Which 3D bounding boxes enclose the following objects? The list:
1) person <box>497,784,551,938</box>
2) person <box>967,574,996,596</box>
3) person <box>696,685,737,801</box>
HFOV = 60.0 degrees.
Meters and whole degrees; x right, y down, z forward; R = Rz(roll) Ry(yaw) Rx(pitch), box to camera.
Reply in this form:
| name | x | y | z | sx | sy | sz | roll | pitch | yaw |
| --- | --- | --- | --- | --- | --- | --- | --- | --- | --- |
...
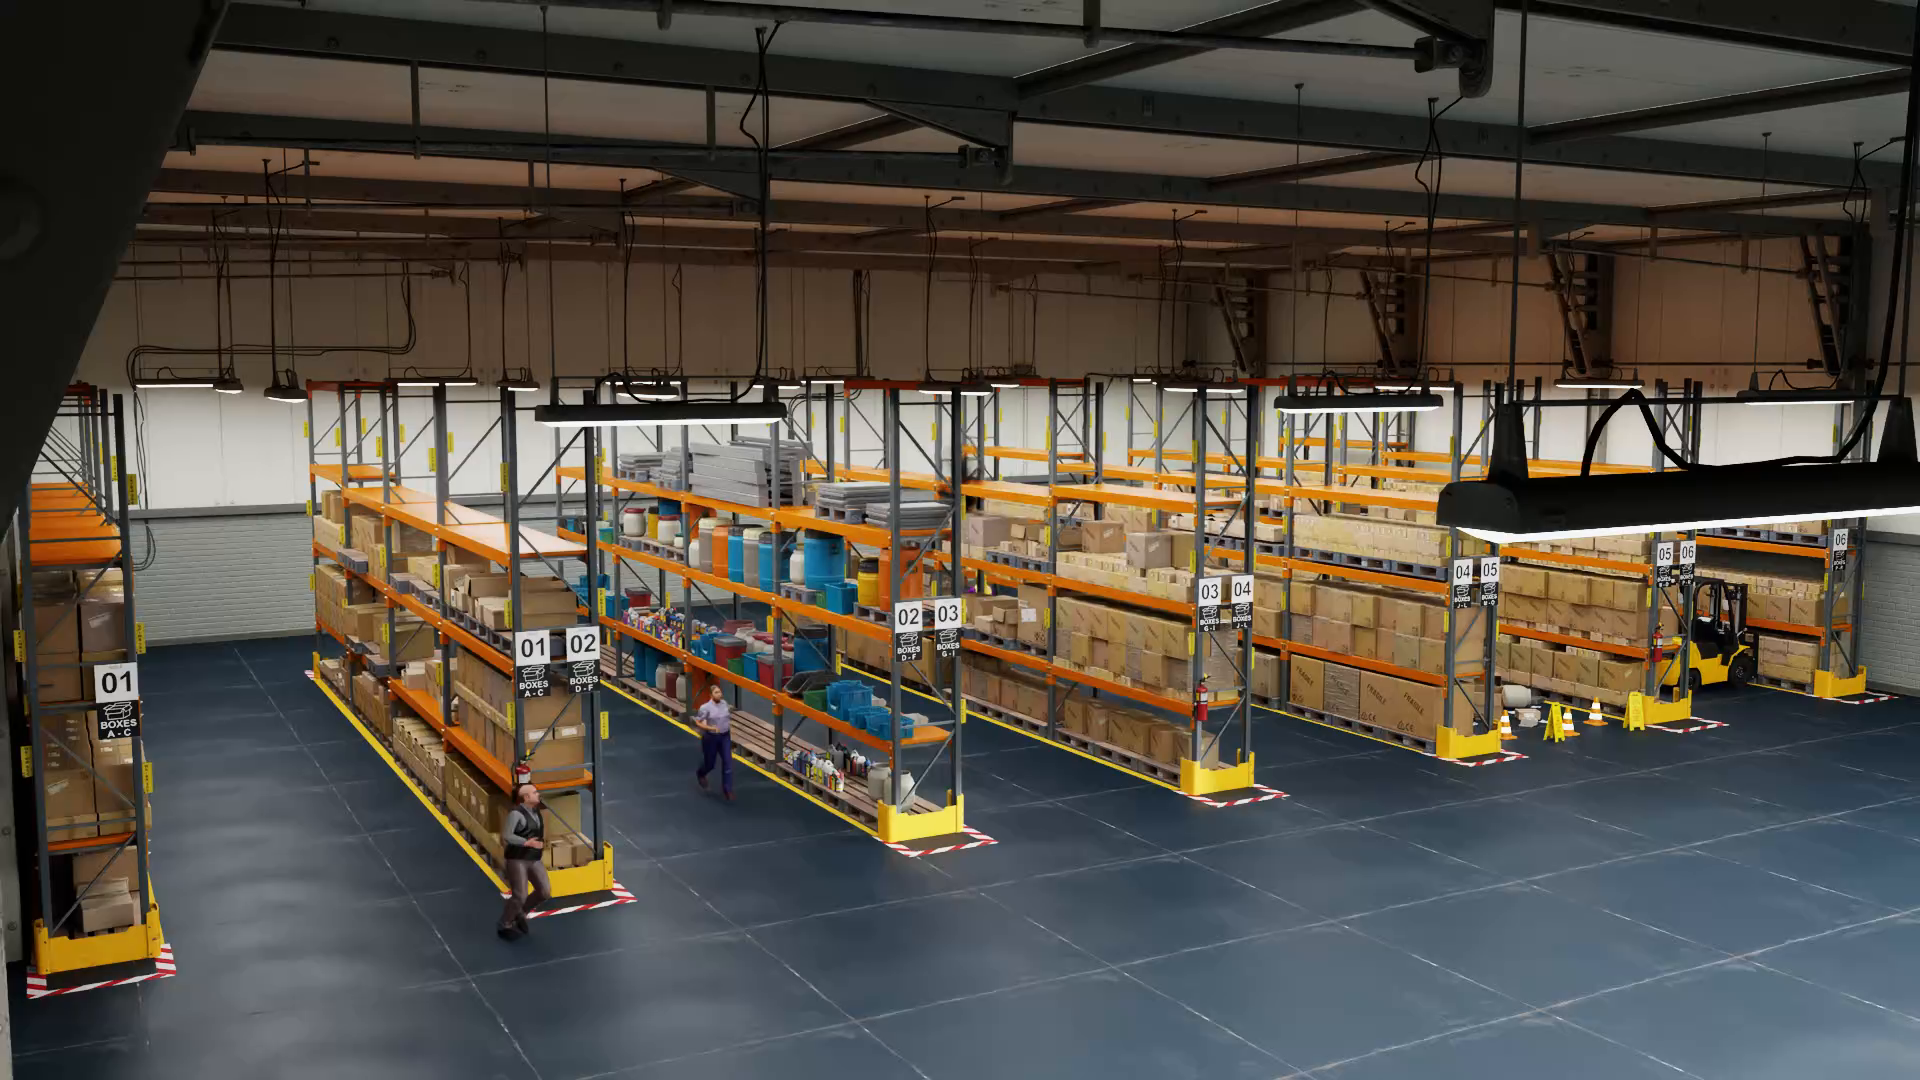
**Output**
| name | x | y | z | sx | sy | sz | roll | pitch | yaw |
| --- | --- | --- | --- | --- | --- | --- | --- | --- | --- |
| person | -4.769 | 3.545 | 18.455 | 0.589 | 1.662 | 0.665 | 3 | 7 | 26 |
| person | 0.502 | 1.587 | 36.140 | 0.703 | 1.743 | 0.992 | -4 | 7 | -34 |
| person | -3.575 | 2.928 | 24.308 | 0.611 | 1.649 | 0.931 | -4 | 7 | -34 |
